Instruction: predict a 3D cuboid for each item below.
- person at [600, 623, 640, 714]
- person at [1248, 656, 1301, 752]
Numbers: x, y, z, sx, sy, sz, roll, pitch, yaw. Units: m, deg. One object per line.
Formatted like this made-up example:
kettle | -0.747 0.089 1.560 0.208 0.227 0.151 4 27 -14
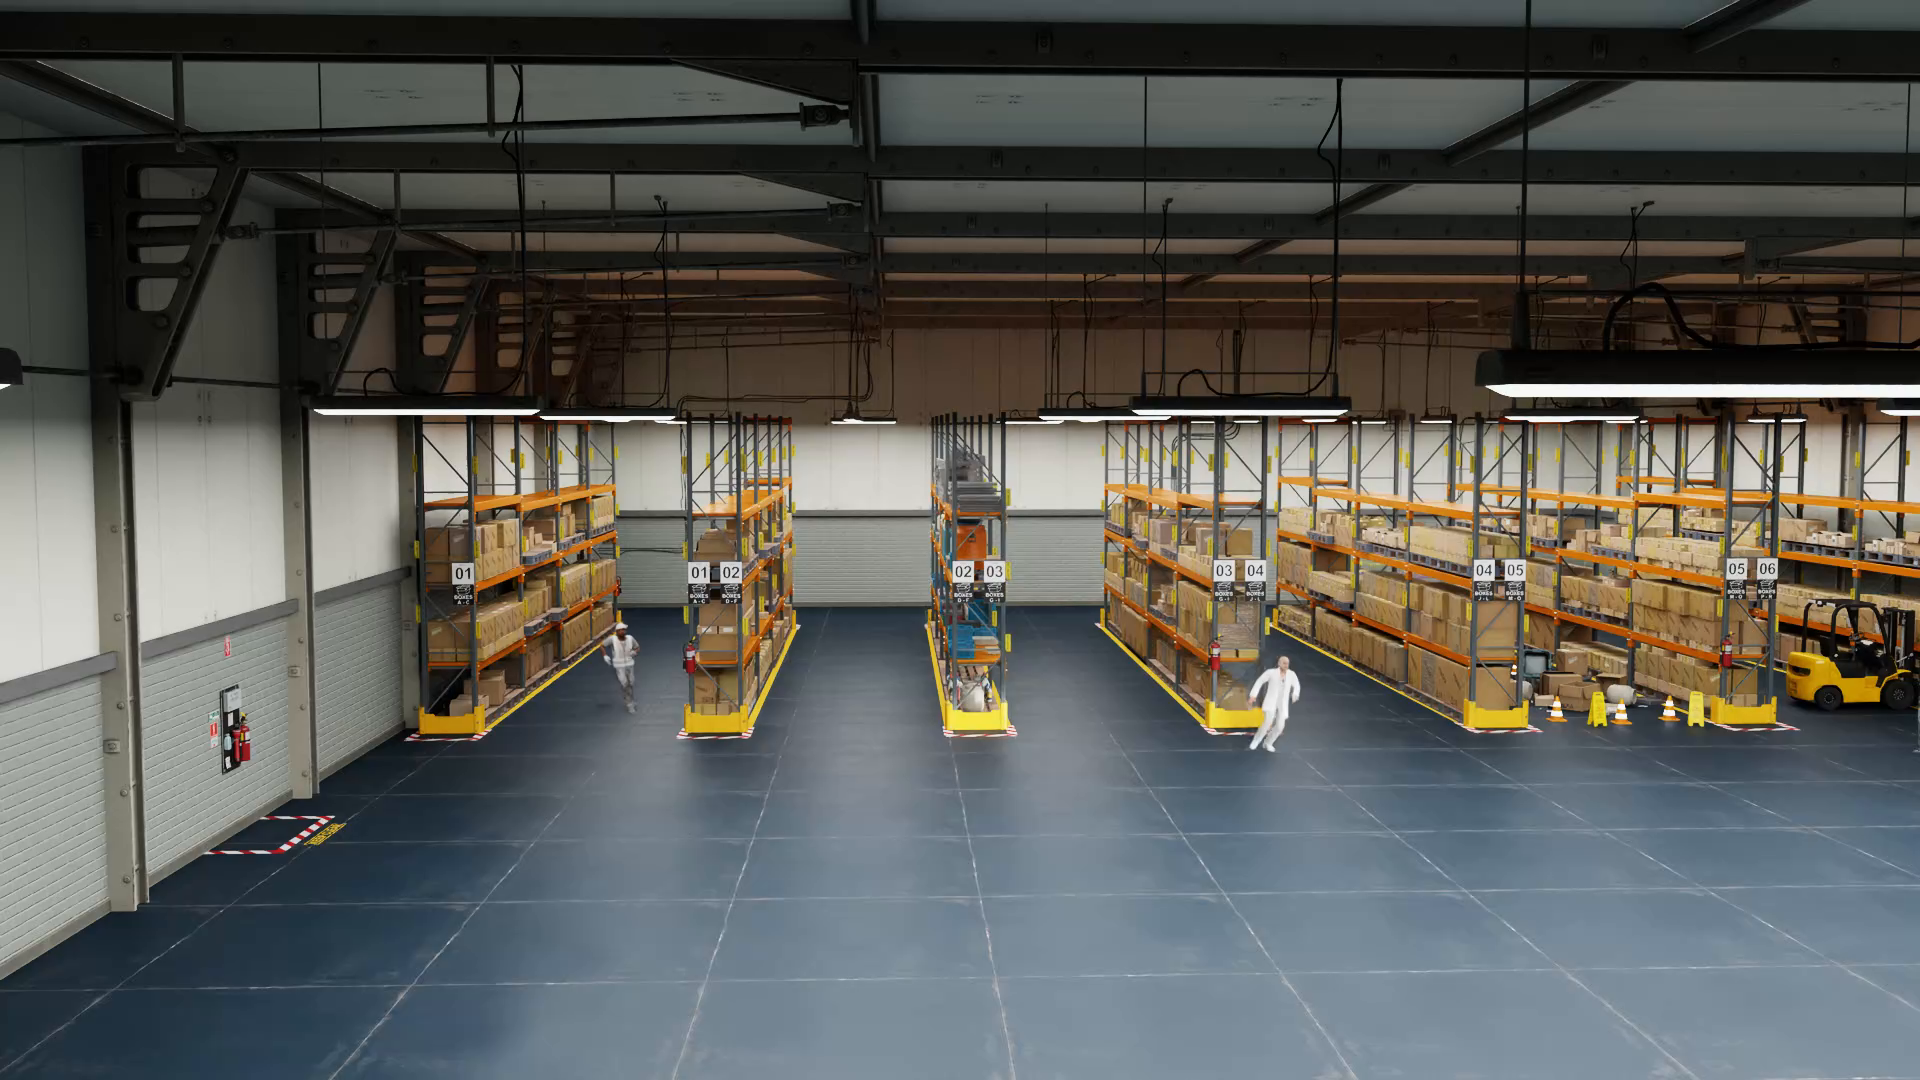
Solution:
person | -6.792 2.566 33.392 0.763 1.827 0.755 -2 4 -27
person | 5.580 2.911 29.332 0.933 1.713 0.634 -1 4 -16
